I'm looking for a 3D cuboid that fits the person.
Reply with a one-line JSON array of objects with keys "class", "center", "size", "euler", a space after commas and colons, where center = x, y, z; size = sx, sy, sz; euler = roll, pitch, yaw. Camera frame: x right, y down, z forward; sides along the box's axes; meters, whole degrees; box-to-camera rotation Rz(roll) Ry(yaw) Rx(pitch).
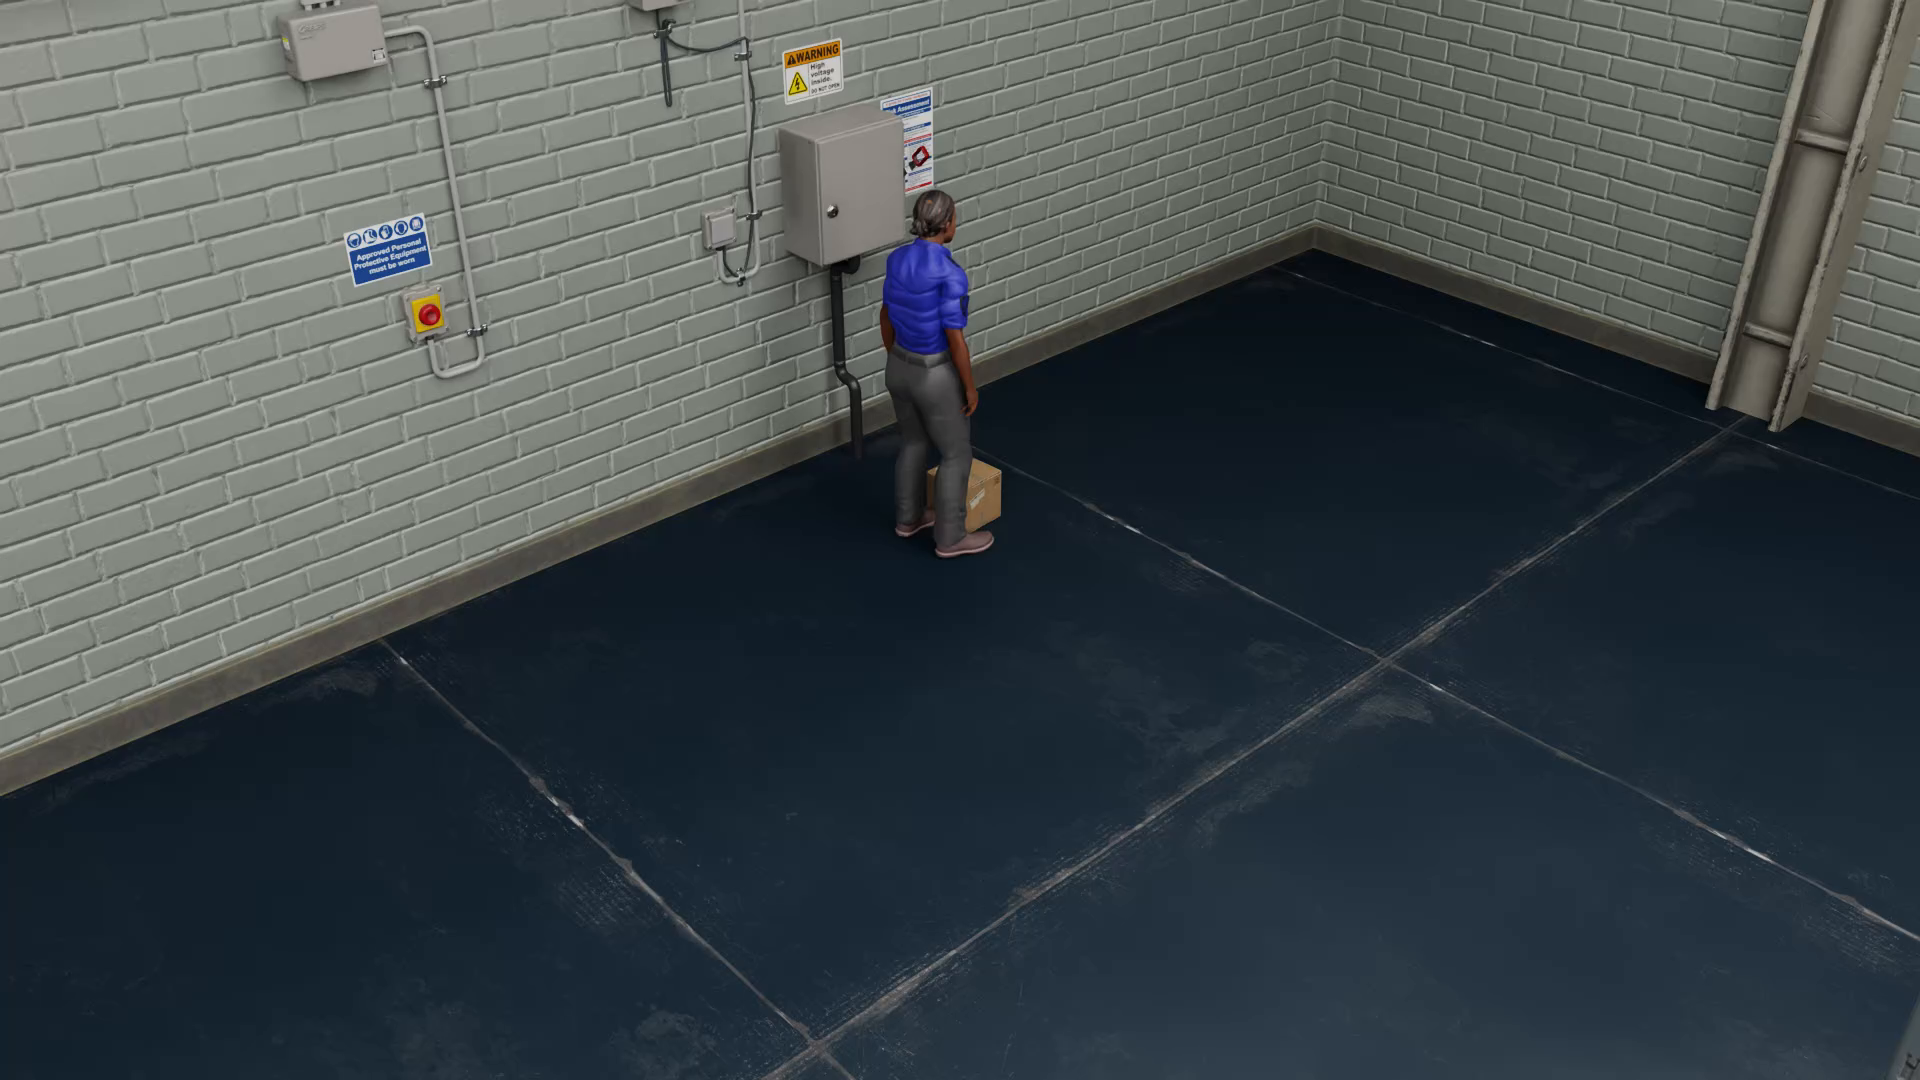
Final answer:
[{"class": "person", "center": [-0.123, -0.716, 7.290], "size": [0.527, 1.654, 0.351], "euler": [27, 41, 36]}]
